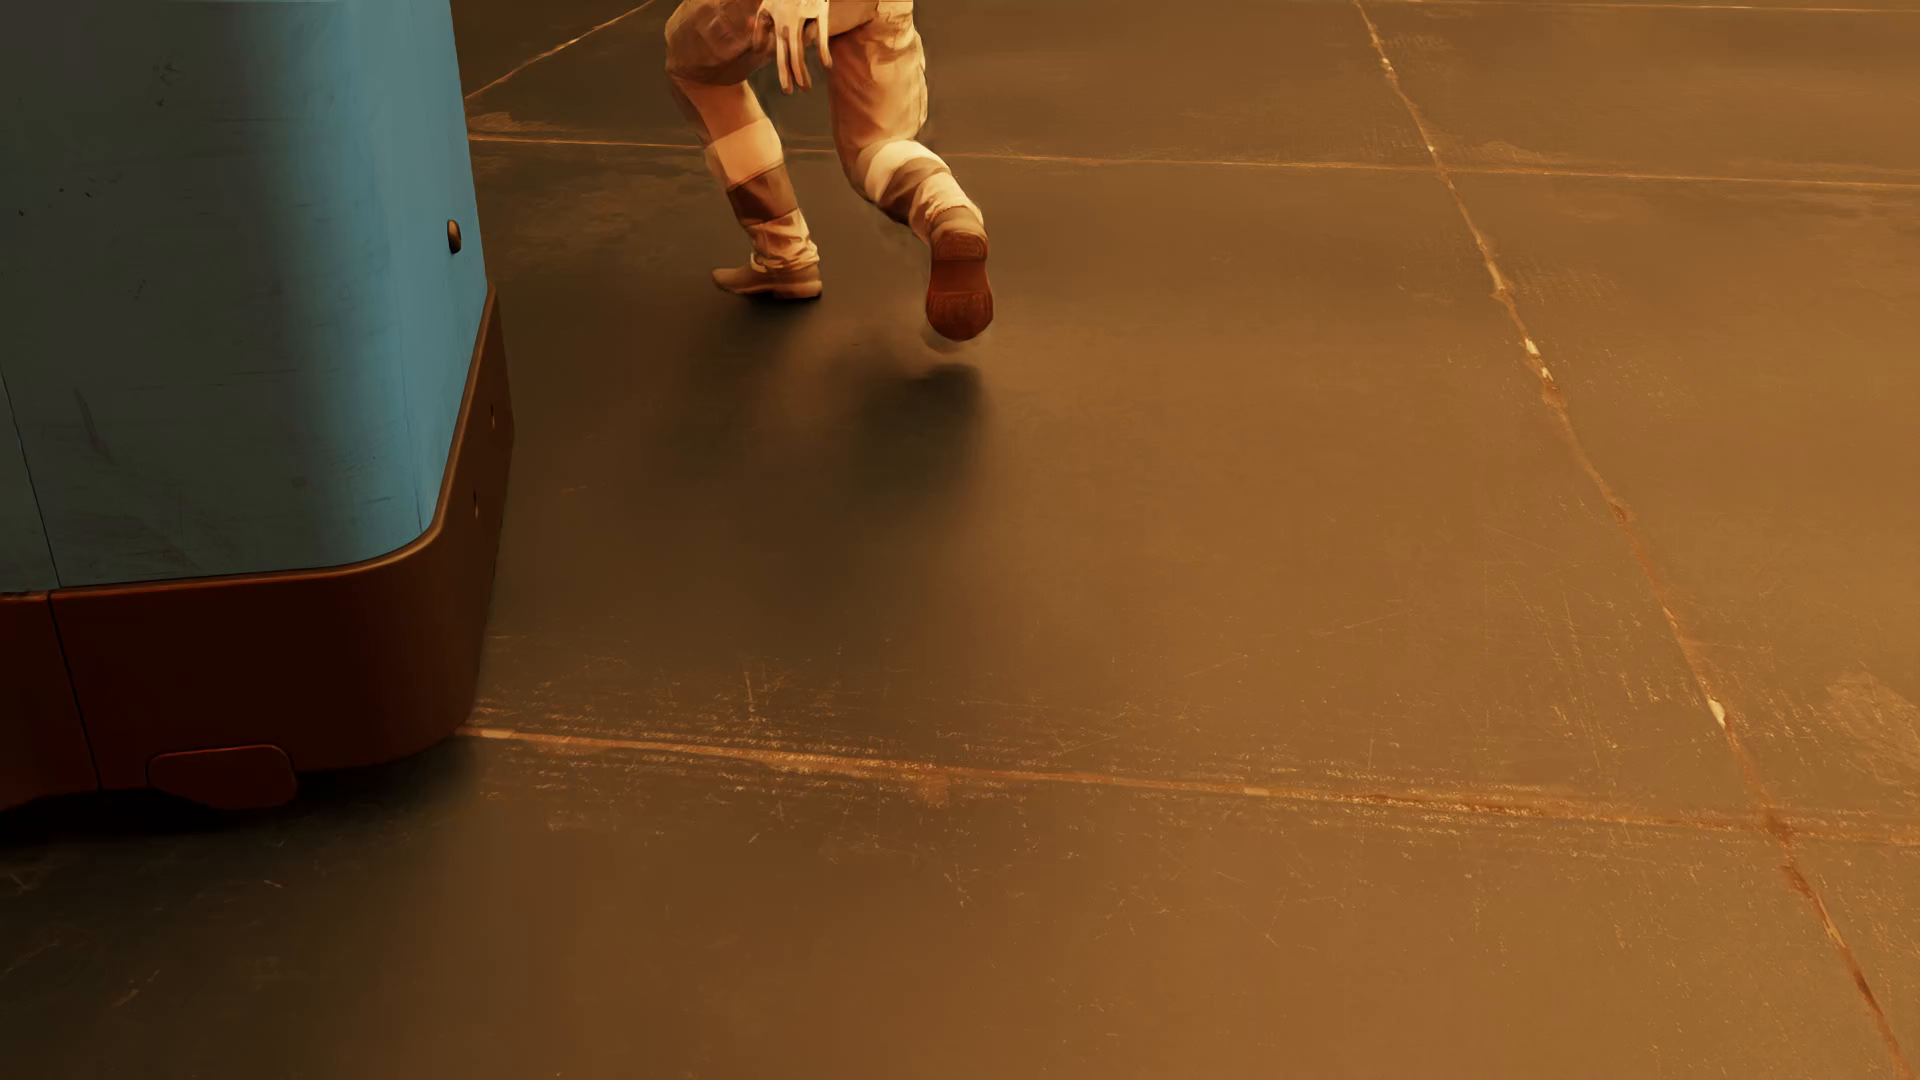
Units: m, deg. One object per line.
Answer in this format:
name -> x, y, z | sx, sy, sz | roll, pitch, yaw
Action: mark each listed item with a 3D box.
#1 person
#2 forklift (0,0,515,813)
person -> -0.301, -1.108, 3.054 | 0.931, 1.548, 0.663 | 19, 32, 33
forklift -> -2.137, -1.117, 1.455 | 3.031, 2.935, 1.130 | -5, 27, -9
